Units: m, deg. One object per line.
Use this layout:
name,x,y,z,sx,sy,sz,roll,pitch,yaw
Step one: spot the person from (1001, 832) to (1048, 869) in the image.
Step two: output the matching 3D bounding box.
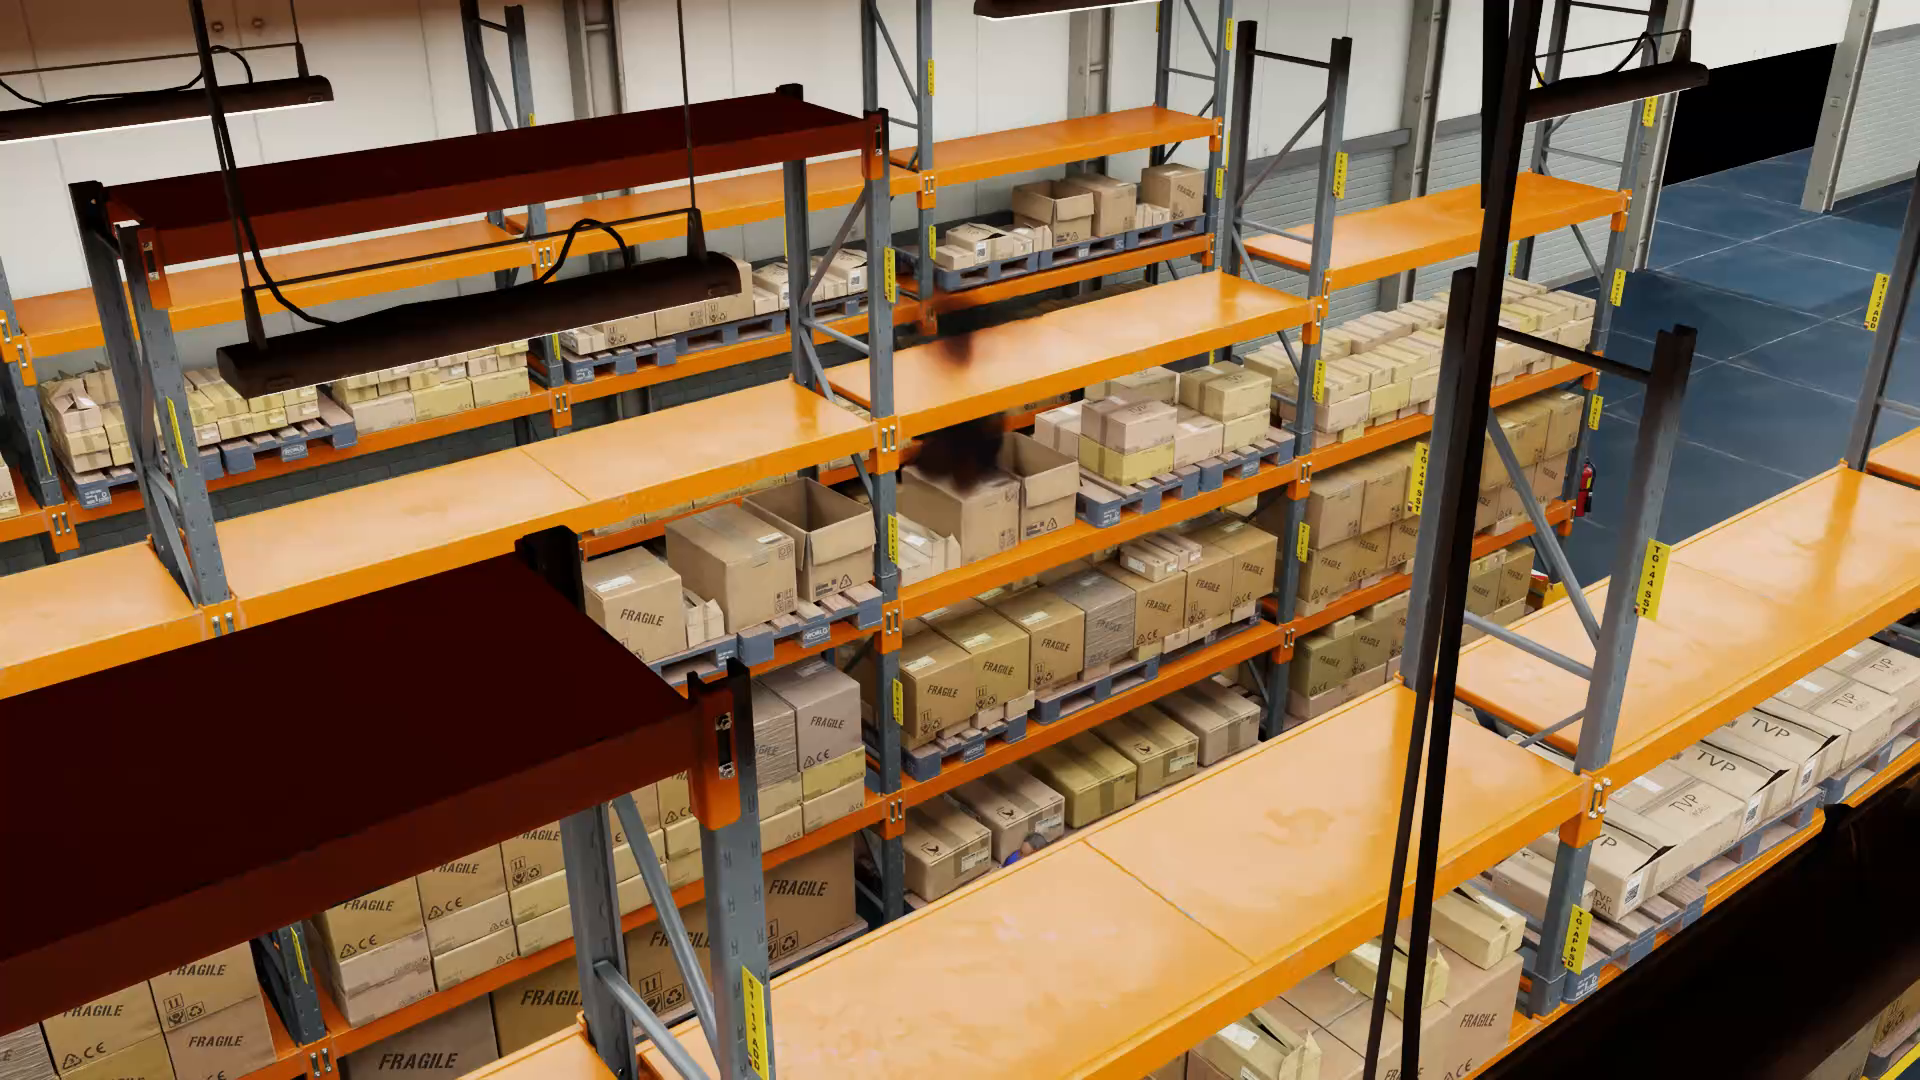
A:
person,0.421,2.604,10.955,0.780,1.679,0.683,-17,31,-30
